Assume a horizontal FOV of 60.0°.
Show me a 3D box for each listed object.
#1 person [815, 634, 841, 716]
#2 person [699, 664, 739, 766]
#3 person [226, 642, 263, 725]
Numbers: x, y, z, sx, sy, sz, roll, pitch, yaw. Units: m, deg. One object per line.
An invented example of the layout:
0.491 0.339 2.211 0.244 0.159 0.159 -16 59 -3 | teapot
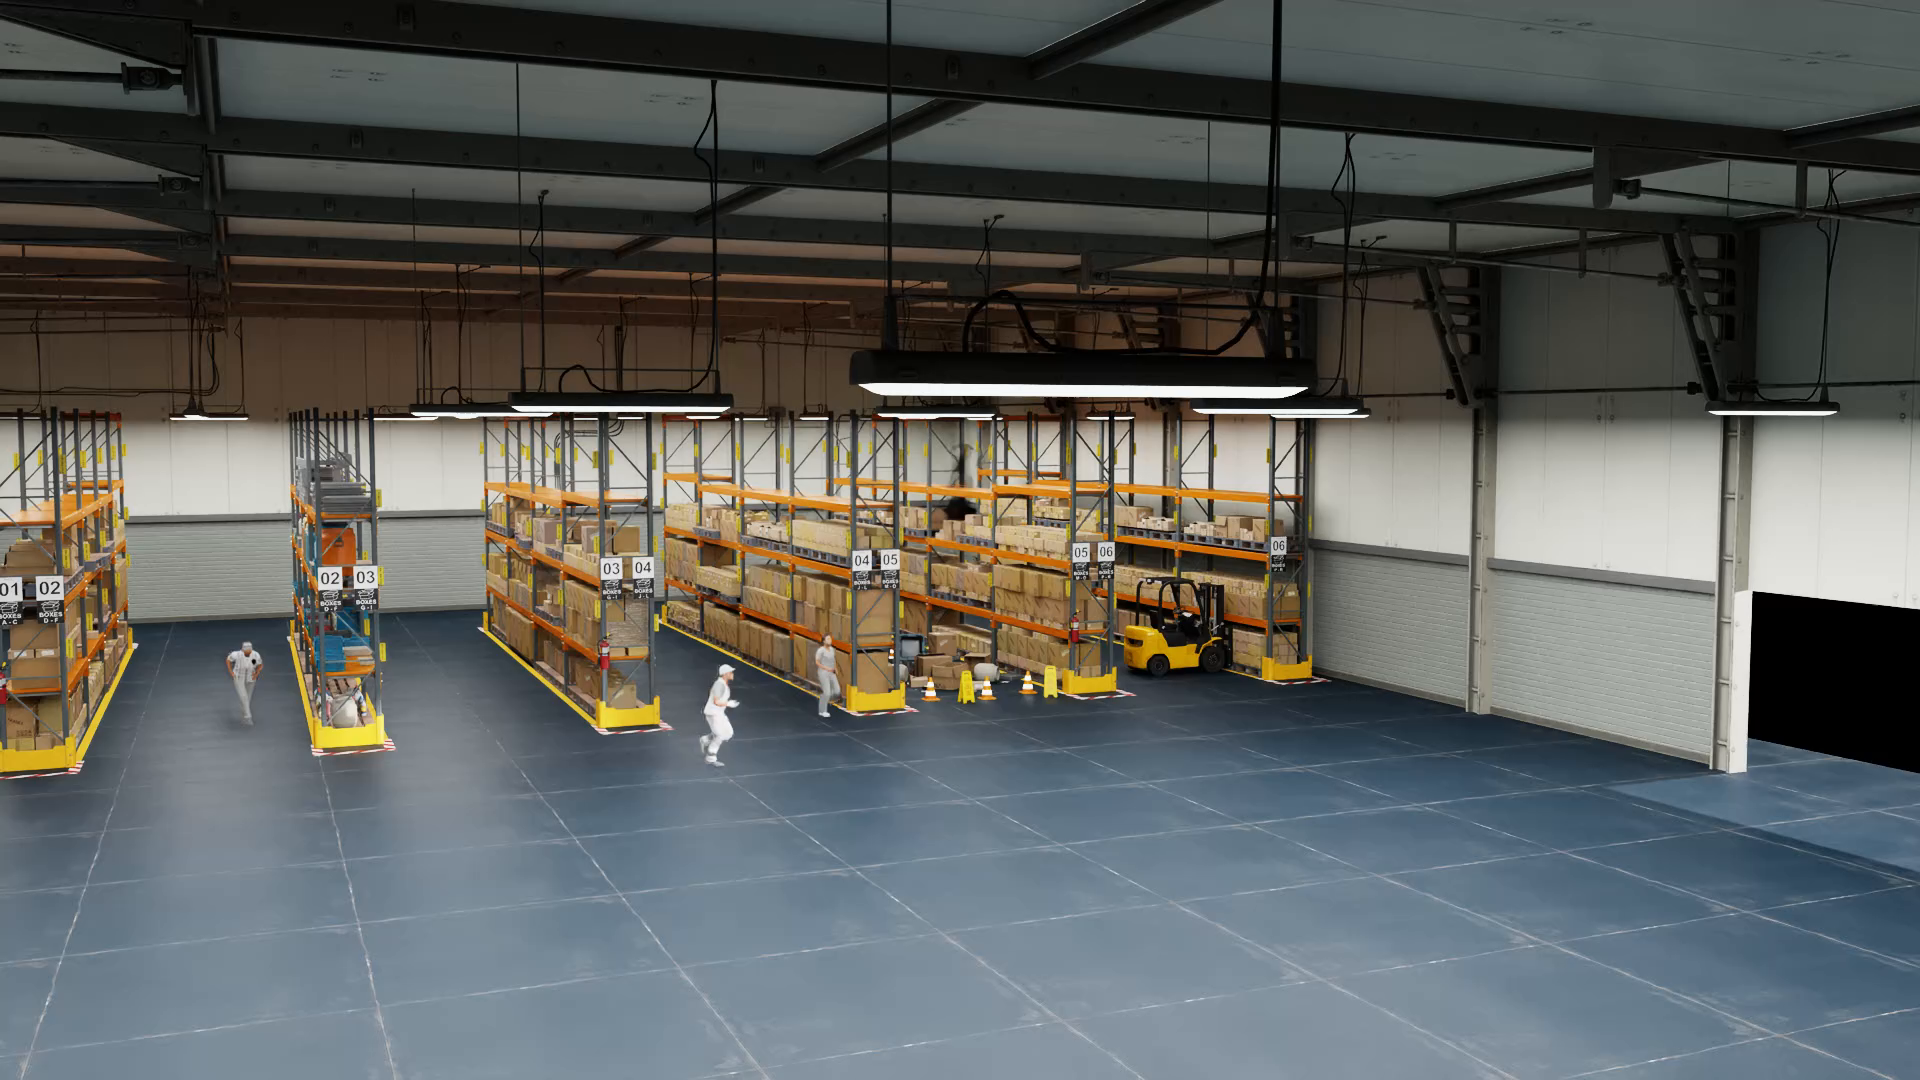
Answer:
-2.577 2.631 32.467 0.580 1.631 0.605 4 5 42 | person
-4.024 2.931 27.781 0.725 1.721 0.647 1 4 7 | person
-13.728 2.723 31.902 0.642 1.627 1.033 -2 5 -30 | person
